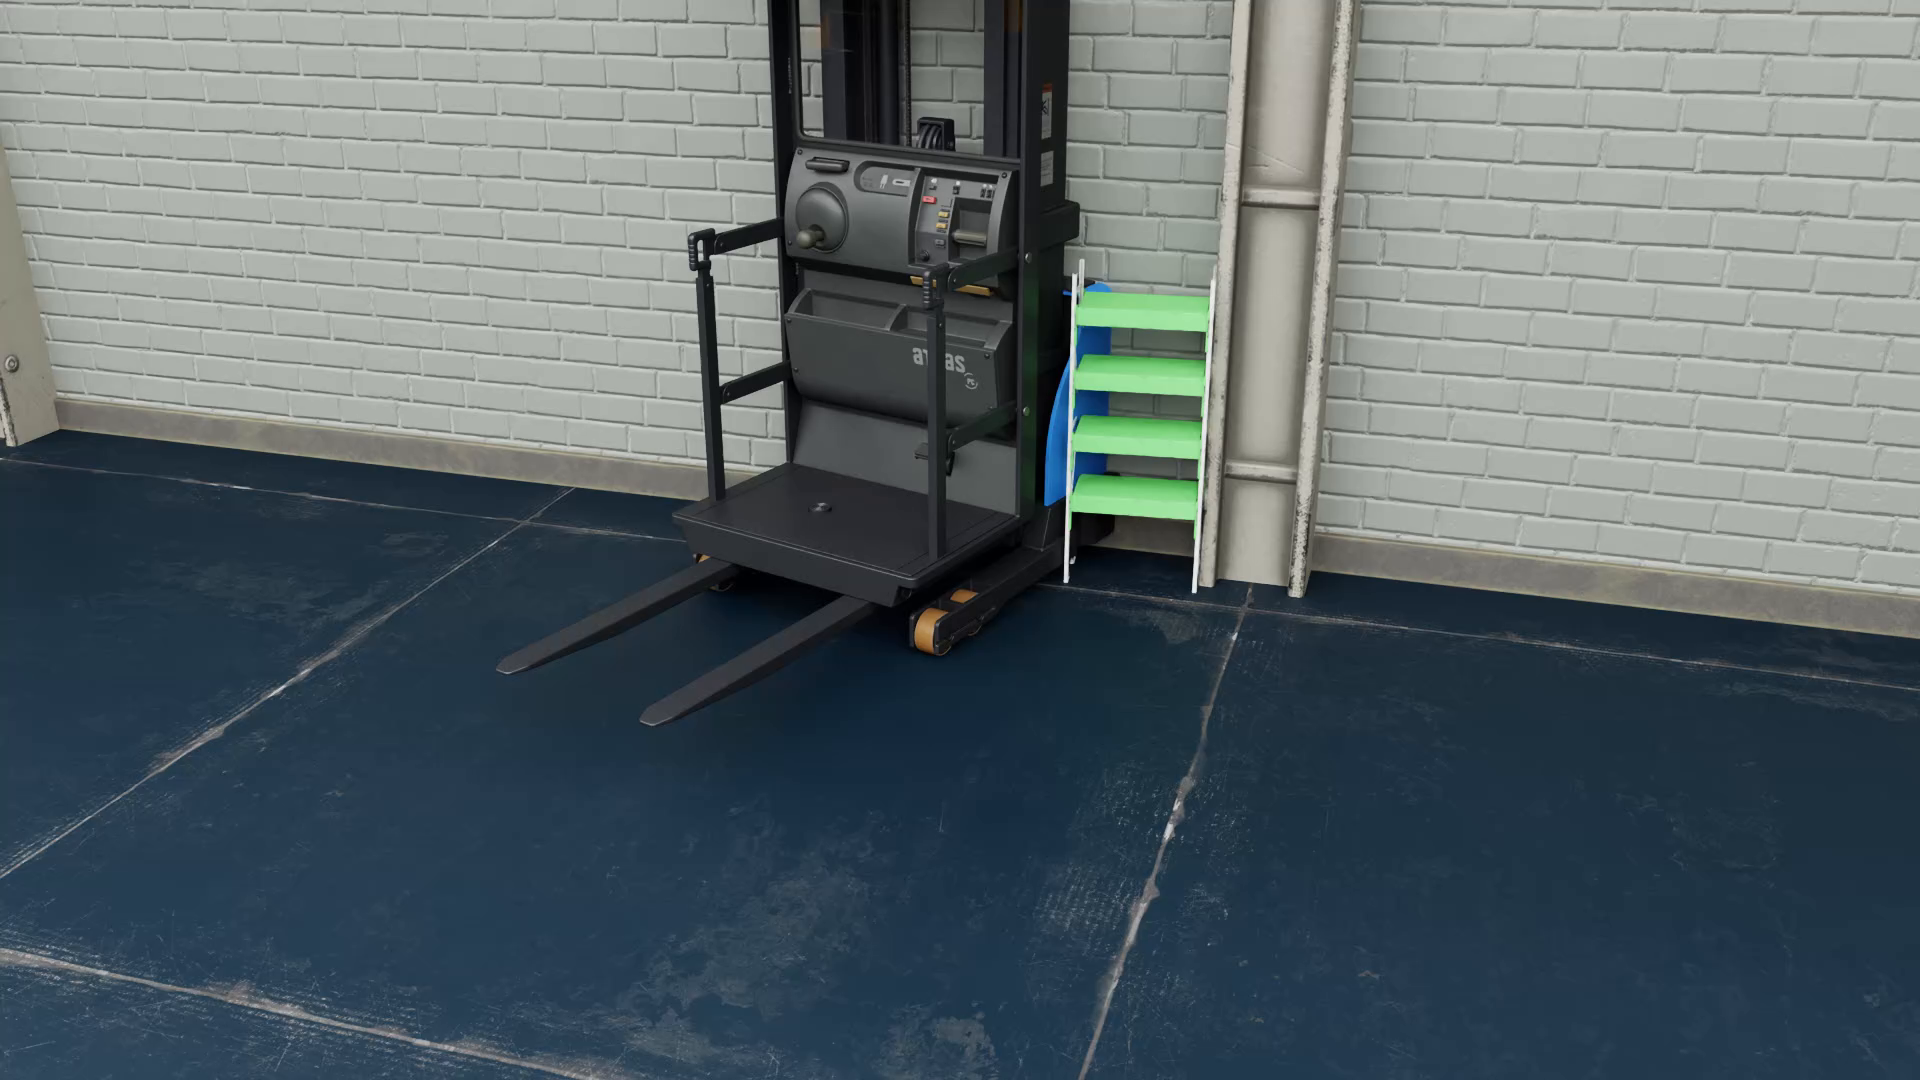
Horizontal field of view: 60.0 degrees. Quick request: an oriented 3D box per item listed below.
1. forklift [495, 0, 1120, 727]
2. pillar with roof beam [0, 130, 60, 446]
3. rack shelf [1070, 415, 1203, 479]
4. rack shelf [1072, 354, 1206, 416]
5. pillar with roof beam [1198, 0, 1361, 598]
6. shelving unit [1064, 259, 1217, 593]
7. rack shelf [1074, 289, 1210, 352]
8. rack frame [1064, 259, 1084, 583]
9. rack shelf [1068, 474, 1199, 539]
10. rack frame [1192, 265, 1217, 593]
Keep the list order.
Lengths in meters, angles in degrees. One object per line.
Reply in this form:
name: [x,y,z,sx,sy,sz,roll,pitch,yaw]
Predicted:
forklift: [-0.346,-1.156,5.727,1.130,2.935,3.031,14,26,31]
pillar with roof beam: [-5.845,-3.118,2.513,0.400,9.000,9.100,7,23,16]
rack shelf: [0.667,-0.357,6.223,0.480,0.148,0.258,4,23,10]
rack shelf: [0.668,-0.578,6.130,0.480,0.148,0.258,4,23,10]
pillar with roof beam: [-0.101,-2.460,0.910,0.400,9.000,9.100,7,23,16]
shelving unit: [0.667,-0.416,6.198,0.503,1.200,0.258,4,23,10]
rack shelf: [0.668,-0.800,6.037,0.480,0.148,0.258,4,23,10]
rack frame: [0.427,-0.434,6.239,0.015,1.200,0.240,4,23,10]
rack shelf: [0.667,-0.136,6.316,0.480,0.148,0.258,4,23,10]
rack frame: [0.907,-0.398,6.157,0.015,1.200,0.240,4,23,10]
